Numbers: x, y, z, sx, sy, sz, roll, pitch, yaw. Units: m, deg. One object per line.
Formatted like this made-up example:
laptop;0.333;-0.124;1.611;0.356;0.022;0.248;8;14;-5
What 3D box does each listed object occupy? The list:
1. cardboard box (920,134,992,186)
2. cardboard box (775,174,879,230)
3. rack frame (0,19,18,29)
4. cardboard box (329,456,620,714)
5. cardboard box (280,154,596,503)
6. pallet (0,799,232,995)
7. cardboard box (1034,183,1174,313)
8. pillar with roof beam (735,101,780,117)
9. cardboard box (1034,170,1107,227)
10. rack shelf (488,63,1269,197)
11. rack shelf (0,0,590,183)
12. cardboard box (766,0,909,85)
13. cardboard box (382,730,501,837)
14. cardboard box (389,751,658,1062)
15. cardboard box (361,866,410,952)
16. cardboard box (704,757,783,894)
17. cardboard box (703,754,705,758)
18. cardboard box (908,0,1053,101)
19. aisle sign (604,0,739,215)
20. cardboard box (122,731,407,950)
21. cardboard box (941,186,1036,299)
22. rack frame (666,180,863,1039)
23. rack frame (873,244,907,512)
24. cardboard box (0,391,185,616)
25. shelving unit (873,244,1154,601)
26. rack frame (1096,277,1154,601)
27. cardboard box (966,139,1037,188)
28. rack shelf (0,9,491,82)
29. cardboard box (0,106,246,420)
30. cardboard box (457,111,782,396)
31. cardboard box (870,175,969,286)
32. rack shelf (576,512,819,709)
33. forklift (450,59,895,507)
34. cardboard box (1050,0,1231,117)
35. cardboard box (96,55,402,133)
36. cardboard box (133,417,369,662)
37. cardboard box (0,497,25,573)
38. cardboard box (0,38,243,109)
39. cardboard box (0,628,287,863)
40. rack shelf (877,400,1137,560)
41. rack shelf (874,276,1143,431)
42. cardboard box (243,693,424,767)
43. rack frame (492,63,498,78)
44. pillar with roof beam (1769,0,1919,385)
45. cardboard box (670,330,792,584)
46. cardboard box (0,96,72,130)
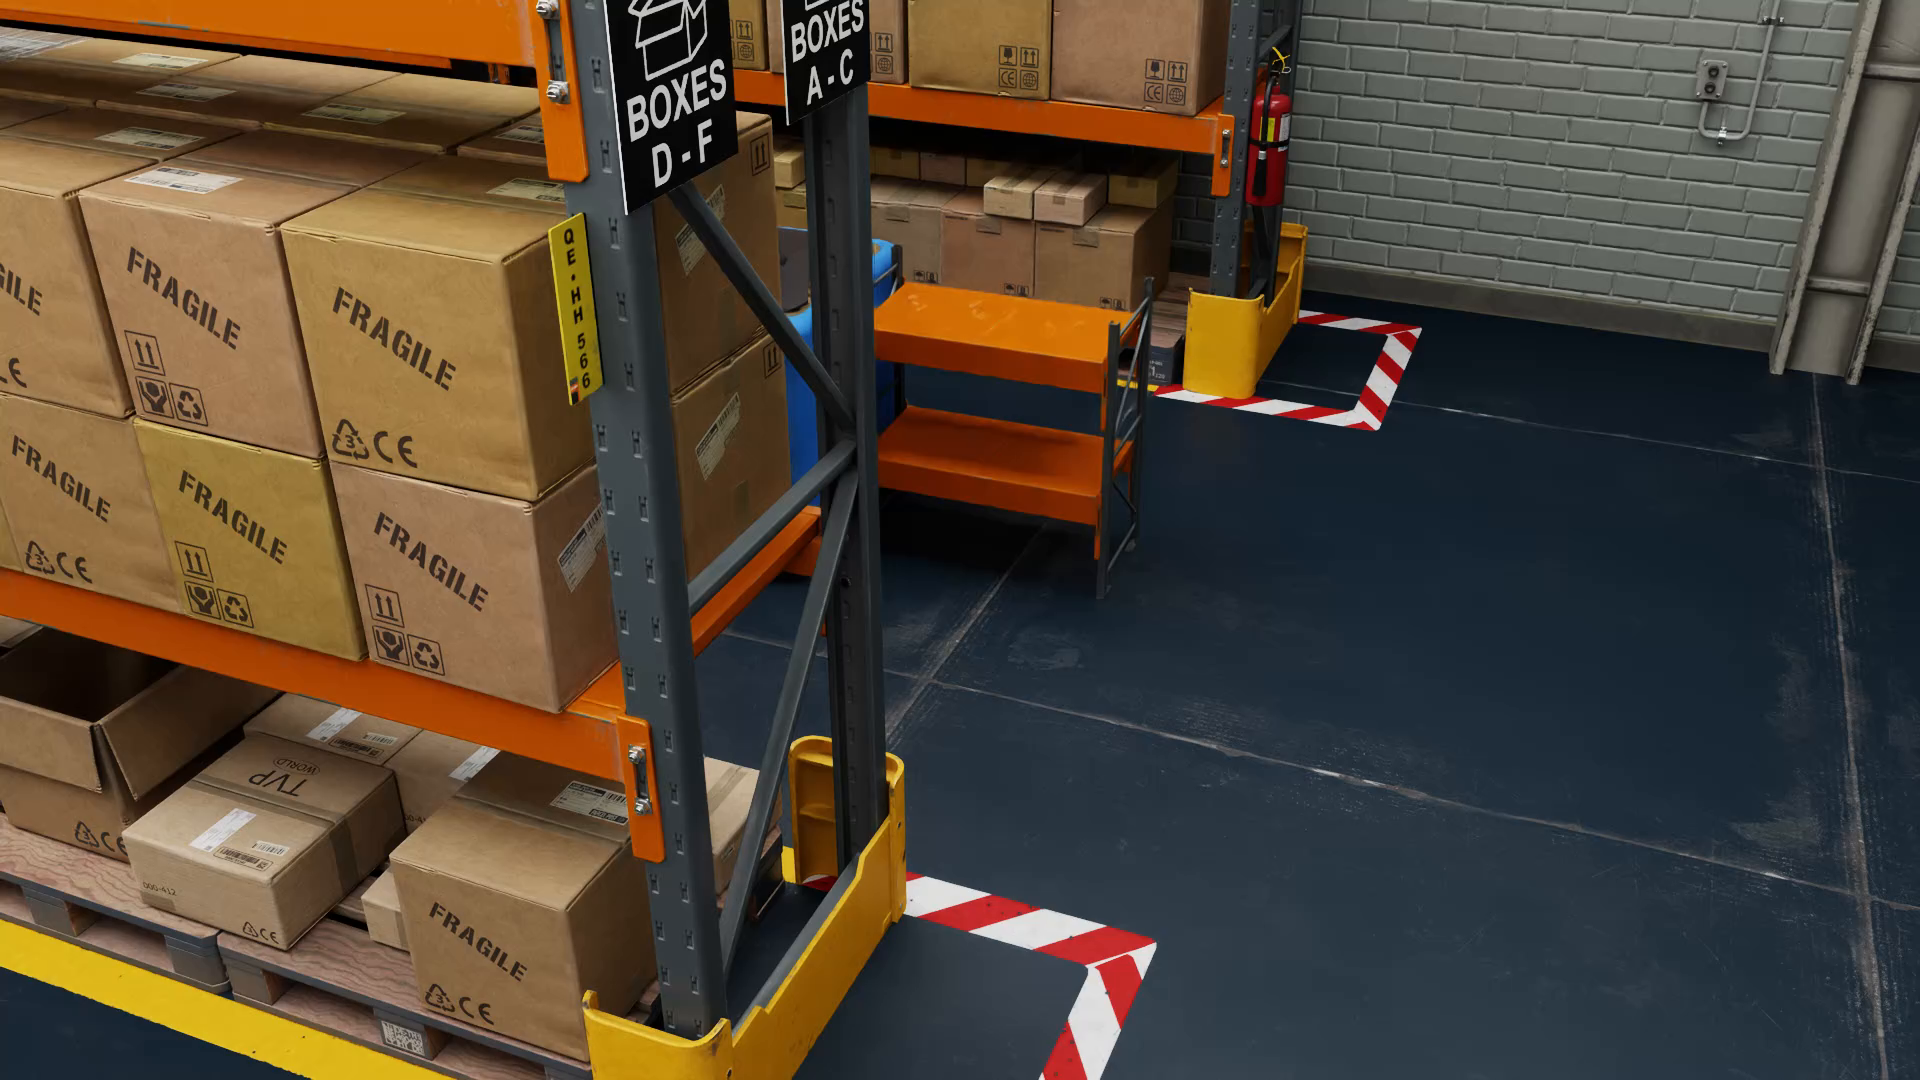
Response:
cardboard box;-0.018;-1.984;8.667;0.250;0.149;0.380;12;32;20
cardboard box;-0.699;-1.728;8.872;0.500;0.500;0.700;12;32;20
rack frame;-6.000;-3.747;10.331;0.053;2.616;0.949;11;31;19
cardboard box;-0.962;-0.012;3.621;0.500;0.500;0.500;12;32;21
cardboard box;-0.960;-0.445;3.372;0.500;0.500;0.500;11;31;19
pallet;-2.381;0.817;5.090;1.213;0.211;1.003;11;31;19
cardboard box;0.728;-1.447;8.376;0.500;0.500;0.700;11;31;19
pillar with roof beam;-2.937;-3.923;4.545;0.400;9.000;9.100;11;31;19
cardboard box;0.541;-1.670;8.111;0.250;0.149;0.380;11;31;19
rack shelf;-0.439;-2.326;8.547;4.000;0.370;1.077;11;31;19
rack shelf;-2.298;-1.372;3.812;4.000;0.370;1.077;11;31;19
cardboard box;-0.443;-2.764;8.287;0.700;0.700;0.980;10;31;17
cardboard box;-1.305;0.674;4.857;0.500;0.250;0.500;11;31;19
cardboard box;-1.041;0.899;4.204;0.500;0.500;0.500;11;31;19
cardboard box;-1.382;0.928;4.492;0.250;0.166;0.380;11;31;19
cardboard box;-0.703;0.806;4.726;0.250;0.149;0.380;11;31;19
cardboard box;-0.935;0.752;4.803;0.250;0.166;0.380;11;31;19
cardboard box;0.260;-2.619;8.030;0.700;0.700;0.980;11;31;19
aisle sign;-0.496;-0.989;2.809;0.004;0.787;0.394;11;31;19
cardboard box;-1.910;0.818;4.601;0.500;0.250;0.500;11;31;19
cardboard box;0.265;-1.540;8.540;0.500;0.500;0.700;11;31;19
rack frame;-0.443;-0.011;3.721;0.053;2.616;0.949;11;31;19
rack frame;-0.328;-0.554;6.587;0.032;1.125;0.500;11;31;18
cardboard box;-1.904;-0.201;3.955;0.500;0.500;0.500;12;31;20
shelving unit;0.147;-0.465;6.429;1.048;1.125;0.538;11;31;18
rack frame;0.622;-0.375;6.271;0.032;1.125;0.500;11;31;18
cardboard box;0.218;-1.938;8.584;0.250;0.149;0.380;12;31;20
rack shelf;-4.145;-3.066;9.856;4.000;0.370;1.077;11;31;19
cardboard box;-1.911;-0.632;3.702;0.500;0.500;0.500;12;32;20
cardboard box;-0.757;-0.691;3.806;0.500;0.500;0.500;12;32;21
cardboard box;-0.202;-1.633;8.704;0.500;0.500;0.700;10;31;17
rack shelf;-2.298;-0.151;4.502;3.809;0.124;0.919;11;31;19
forklift;-1.792;-1.585;6.576;3.031;2.935;1.130;11;31;18
cardboard box;0.938;-2.489;7.801;0.700;0.700;0.980;13;32;21
cardboard box;-1.706;-0.879;4.138;0.500;0.500;0.500;12;32;20
cardboard box;-1.444;-0.106;3.788;0.500;0.500;0.500;12;31;20
cardboard box;-2.371;-0.294;4.120;0.500;0.500;0.500;11;31;18
cardboard box;-2.177;-0.972;4.304;0.500;0.500;0.500;11;31;19
cardboard box;-2.408;0.491;4.923;0.637;0.503;0.797;11;31;19
rack shelf;0.147;-0.252;6.549;1.000;0.278;0.538;11;31;18
rack shelf;0.147;-0.719;6.285;1.000;0.278;0.538;11;31;18
cardboard box;-1.768;0.581;5.021;0.500;0.250;0.500;11;31;19
rack frame;-2.292;-3.009;9.025;0.127;3.000;1.000;11;31;19
pillar with roof beam;2.623;-2.812;2.581;0.400;9.000;9.100;11;31;19
cardboard box;-0.757;-0.255;4.052;0.500;0.500;0.500;12;32;20
cardboard box;-2.387;-0.727;3.870;0.500;0.500;0.500;12;32;21
